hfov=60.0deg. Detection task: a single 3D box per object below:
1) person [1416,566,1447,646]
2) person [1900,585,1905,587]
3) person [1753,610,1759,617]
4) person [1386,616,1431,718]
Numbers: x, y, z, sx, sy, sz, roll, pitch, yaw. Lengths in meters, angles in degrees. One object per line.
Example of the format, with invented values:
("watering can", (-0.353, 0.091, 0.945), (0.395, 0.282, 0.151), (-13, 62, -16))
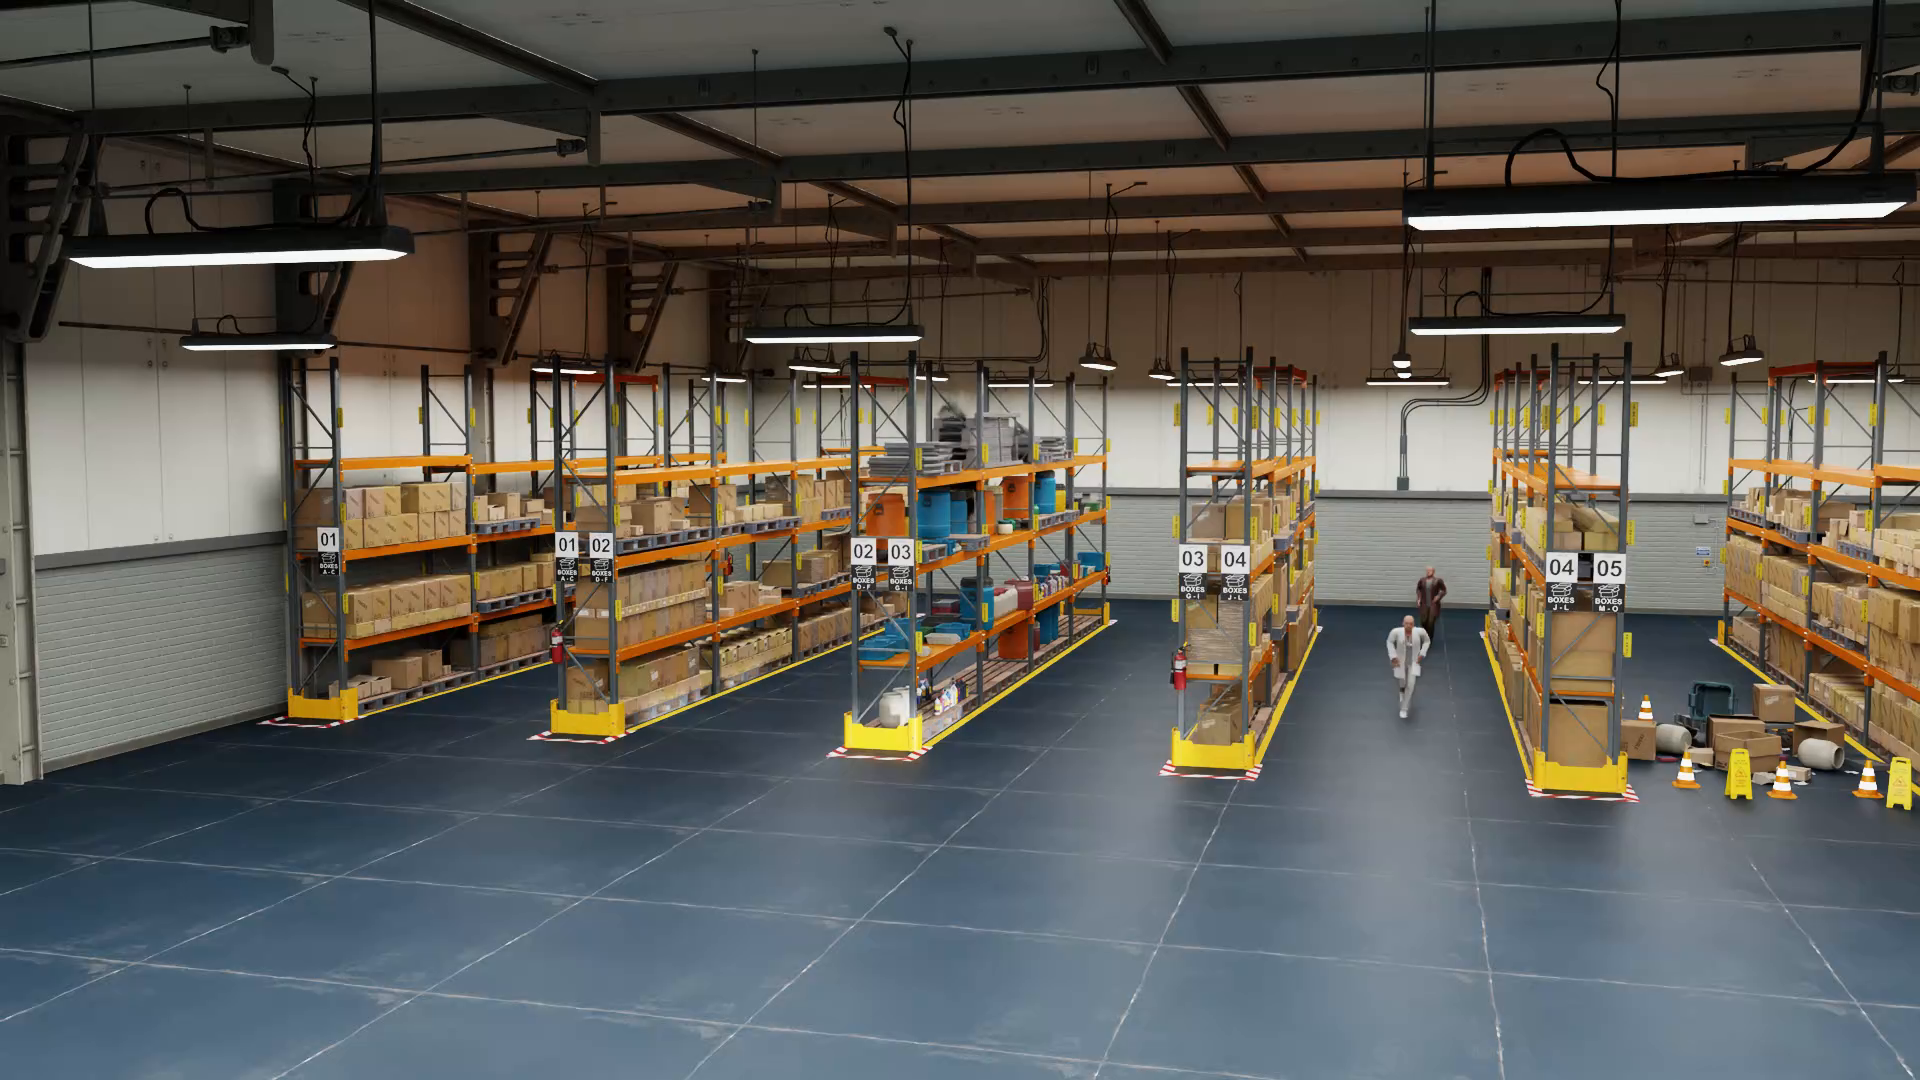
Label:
("person", (10.372, 1.446, 36.665), (0.700, 1.748, 0.673), (2, 5, 29))
("person", (18.687, 1.710, 33.111), (0.557, 1.711, 0.901), (0, 4, -7))
("person", (18.135, 1.416, 37.436), (0.947, 1.649, 0.639), (4, 6, 42))
("person", (7.573, 2.105, 28.153), (0.716, 1.734, 0.952), (1, 4, 9))
